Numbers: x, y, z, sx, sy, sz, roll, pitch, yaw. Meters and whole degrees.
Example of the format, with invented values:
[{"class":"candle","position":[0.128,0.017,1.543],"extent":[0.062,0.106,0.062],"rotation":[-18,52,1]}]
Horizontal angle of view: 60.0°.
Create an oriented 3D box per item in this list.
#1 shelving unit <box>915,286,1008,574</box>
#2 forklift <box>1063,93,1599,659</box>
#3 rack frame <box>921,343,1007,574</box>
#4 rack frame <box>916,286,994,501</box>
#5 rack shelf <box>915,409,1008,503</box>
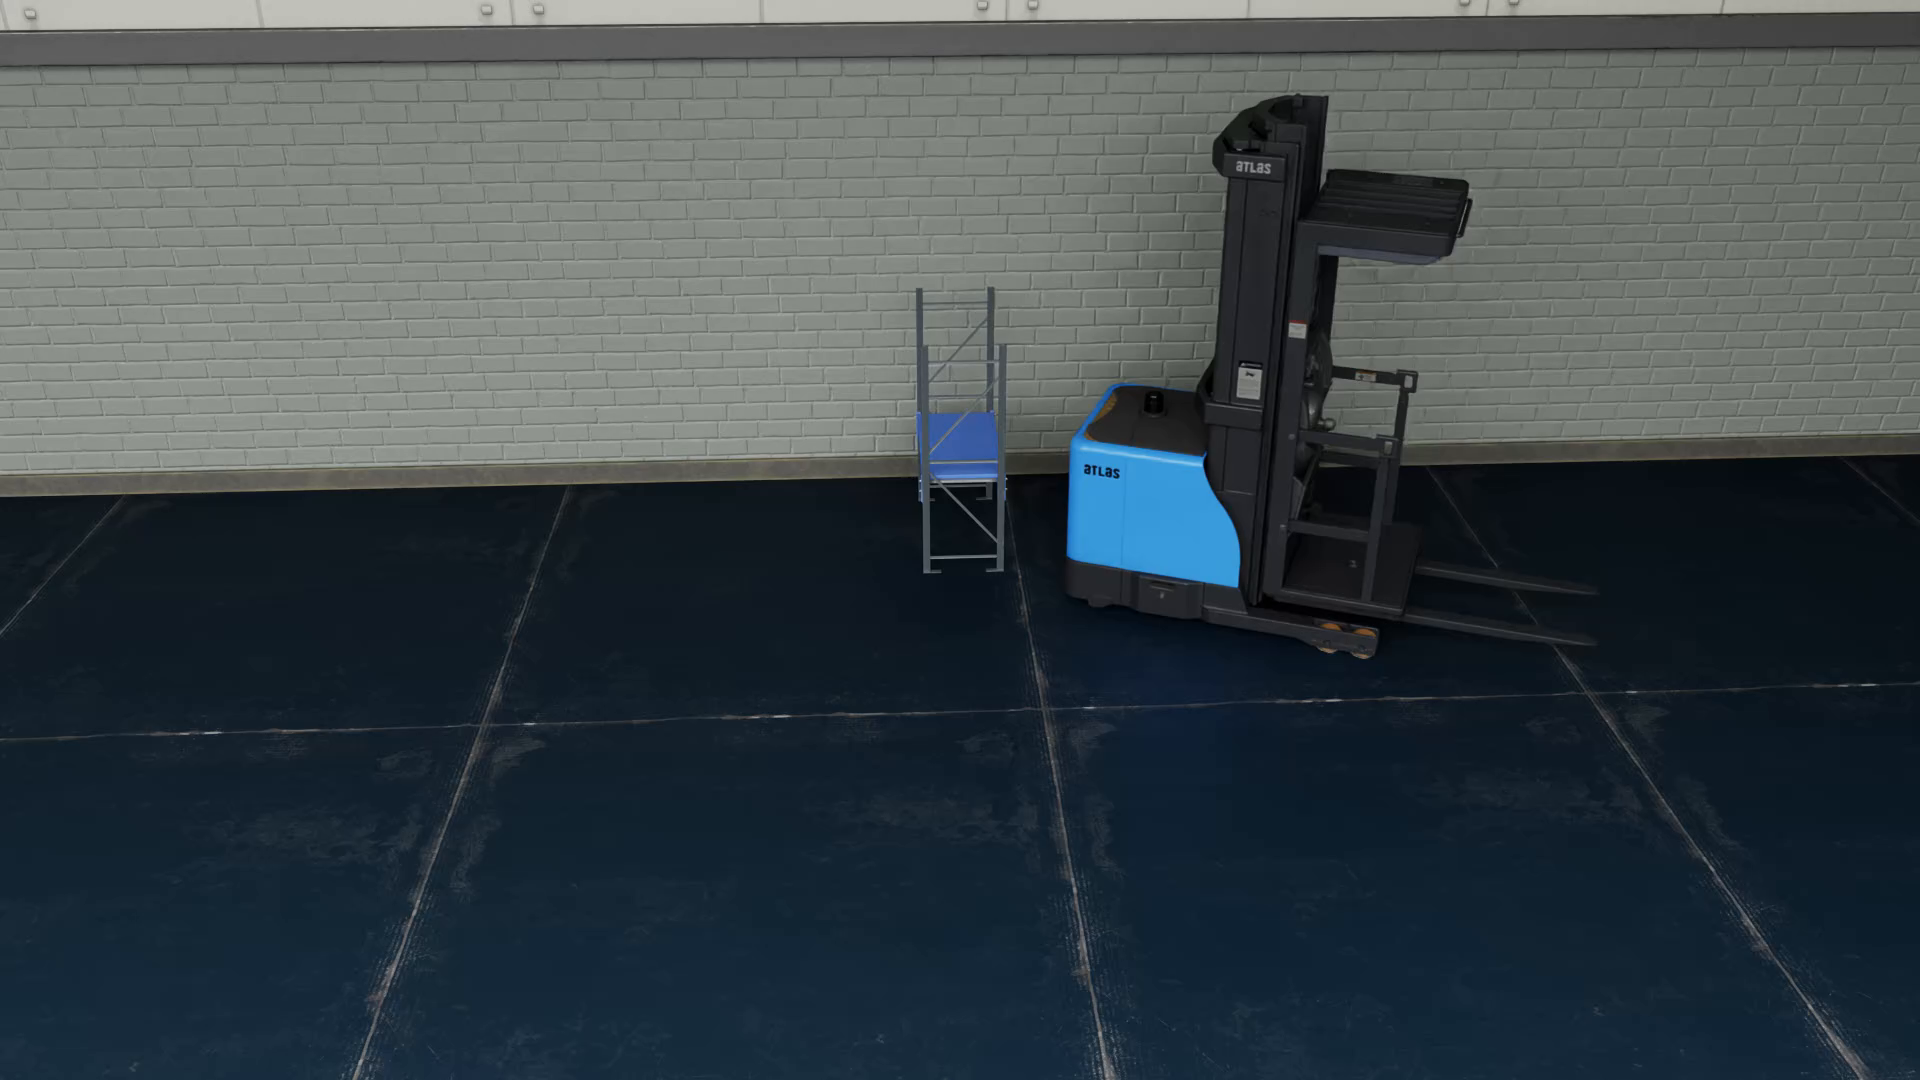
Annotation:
[{"class":"shelving unit","position":[-0.004,-0.704,10.479],"extent":[0.538,1.500,1.048],"rotation":[-1,28,-3]},{"class":"forklift","position":[2.193,-0.903,9.311],"extent":[3.031,2.935,1.130],"rotation":[9,29,17]},{"class":"rack frame","position":[0.022,-0.470,10.029],"extent":[0.500,1.500,0.032],"rotation":[-1,28,-3]},{"class":"rack frame","position":[-0.031,-0.939,10.929],"extent":[0.500,1.500,0.032],"rotation":[-1,28,-3]},{"class":"rack shelf","position":[-0.004,-0.545,10.562],"extent":[0.538,0.185,1.000],"rotation":[-1,28,-3]}]
